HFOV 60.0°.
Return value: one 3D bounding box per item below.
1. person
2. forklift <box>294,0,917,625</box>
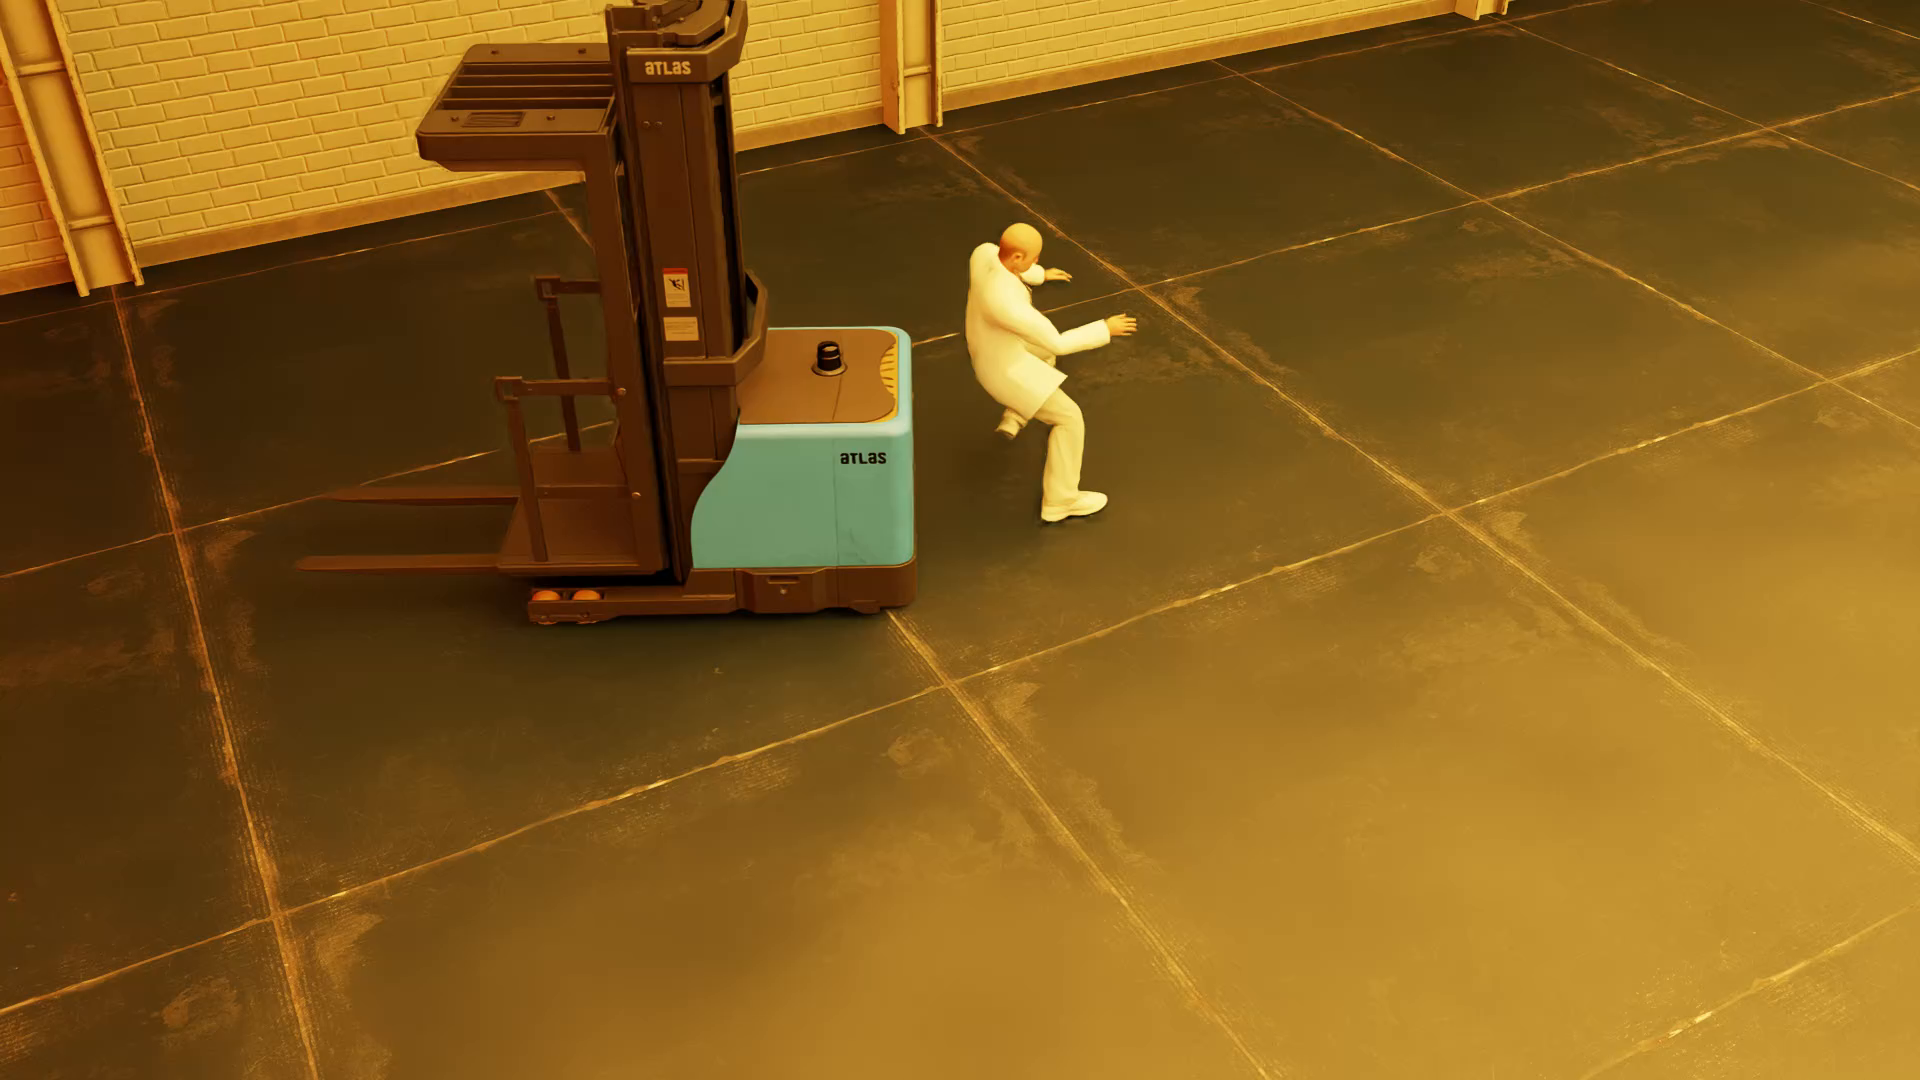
[{"bbox_3d":[0.453,-0.982,8.716,0.818,1.539,0.912,-8,36,-11],"label":"person"},{"bbox_3d":[-1.737,-1.096,7.673,3.031,2.935,1.130,-1,35,-1],"label":"forklift"}]
